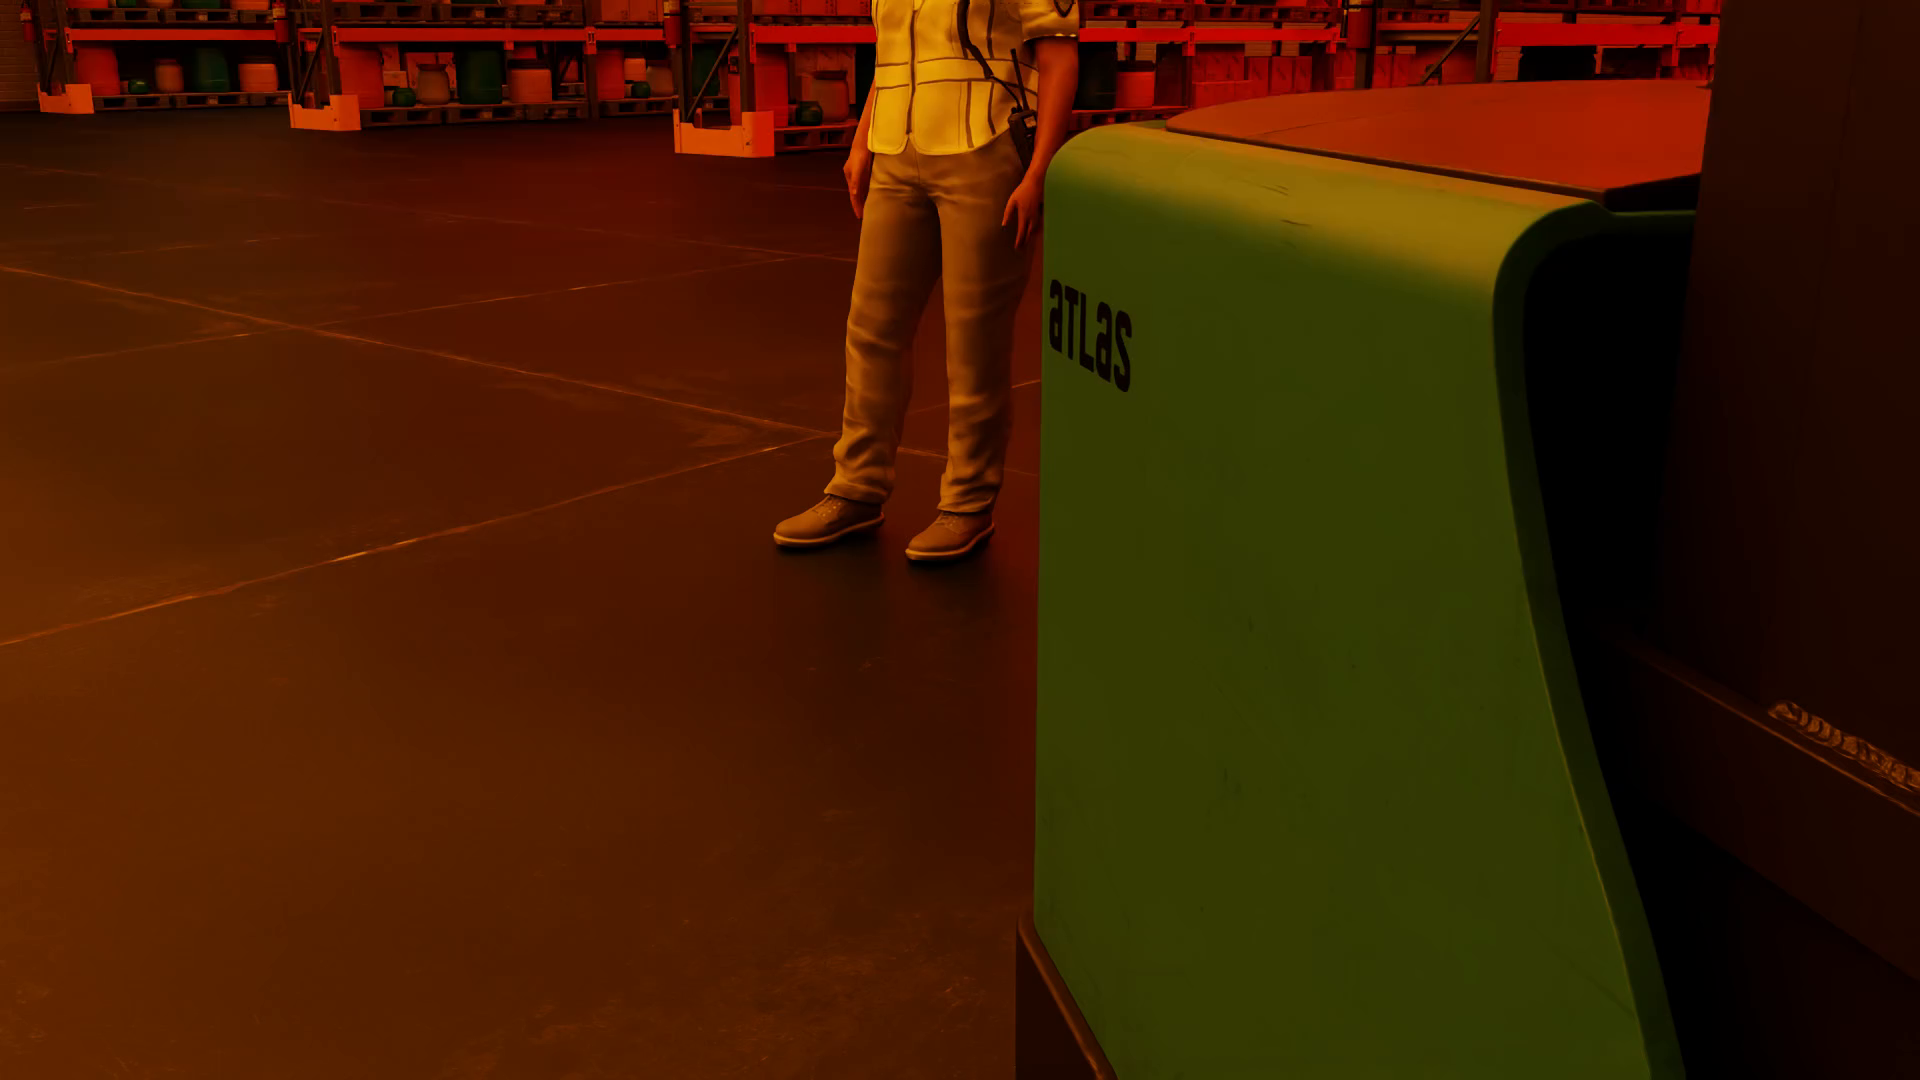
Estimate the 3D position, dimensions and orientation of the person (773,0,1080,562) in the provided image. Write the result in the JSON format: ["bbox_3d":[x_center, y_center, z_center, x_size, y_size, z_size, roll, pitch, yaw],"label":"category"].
[{"bbox_3d":[-0.066,-0.792,3.655,0.599,1.670,0.529,13,21,37],"label":"person"}]
